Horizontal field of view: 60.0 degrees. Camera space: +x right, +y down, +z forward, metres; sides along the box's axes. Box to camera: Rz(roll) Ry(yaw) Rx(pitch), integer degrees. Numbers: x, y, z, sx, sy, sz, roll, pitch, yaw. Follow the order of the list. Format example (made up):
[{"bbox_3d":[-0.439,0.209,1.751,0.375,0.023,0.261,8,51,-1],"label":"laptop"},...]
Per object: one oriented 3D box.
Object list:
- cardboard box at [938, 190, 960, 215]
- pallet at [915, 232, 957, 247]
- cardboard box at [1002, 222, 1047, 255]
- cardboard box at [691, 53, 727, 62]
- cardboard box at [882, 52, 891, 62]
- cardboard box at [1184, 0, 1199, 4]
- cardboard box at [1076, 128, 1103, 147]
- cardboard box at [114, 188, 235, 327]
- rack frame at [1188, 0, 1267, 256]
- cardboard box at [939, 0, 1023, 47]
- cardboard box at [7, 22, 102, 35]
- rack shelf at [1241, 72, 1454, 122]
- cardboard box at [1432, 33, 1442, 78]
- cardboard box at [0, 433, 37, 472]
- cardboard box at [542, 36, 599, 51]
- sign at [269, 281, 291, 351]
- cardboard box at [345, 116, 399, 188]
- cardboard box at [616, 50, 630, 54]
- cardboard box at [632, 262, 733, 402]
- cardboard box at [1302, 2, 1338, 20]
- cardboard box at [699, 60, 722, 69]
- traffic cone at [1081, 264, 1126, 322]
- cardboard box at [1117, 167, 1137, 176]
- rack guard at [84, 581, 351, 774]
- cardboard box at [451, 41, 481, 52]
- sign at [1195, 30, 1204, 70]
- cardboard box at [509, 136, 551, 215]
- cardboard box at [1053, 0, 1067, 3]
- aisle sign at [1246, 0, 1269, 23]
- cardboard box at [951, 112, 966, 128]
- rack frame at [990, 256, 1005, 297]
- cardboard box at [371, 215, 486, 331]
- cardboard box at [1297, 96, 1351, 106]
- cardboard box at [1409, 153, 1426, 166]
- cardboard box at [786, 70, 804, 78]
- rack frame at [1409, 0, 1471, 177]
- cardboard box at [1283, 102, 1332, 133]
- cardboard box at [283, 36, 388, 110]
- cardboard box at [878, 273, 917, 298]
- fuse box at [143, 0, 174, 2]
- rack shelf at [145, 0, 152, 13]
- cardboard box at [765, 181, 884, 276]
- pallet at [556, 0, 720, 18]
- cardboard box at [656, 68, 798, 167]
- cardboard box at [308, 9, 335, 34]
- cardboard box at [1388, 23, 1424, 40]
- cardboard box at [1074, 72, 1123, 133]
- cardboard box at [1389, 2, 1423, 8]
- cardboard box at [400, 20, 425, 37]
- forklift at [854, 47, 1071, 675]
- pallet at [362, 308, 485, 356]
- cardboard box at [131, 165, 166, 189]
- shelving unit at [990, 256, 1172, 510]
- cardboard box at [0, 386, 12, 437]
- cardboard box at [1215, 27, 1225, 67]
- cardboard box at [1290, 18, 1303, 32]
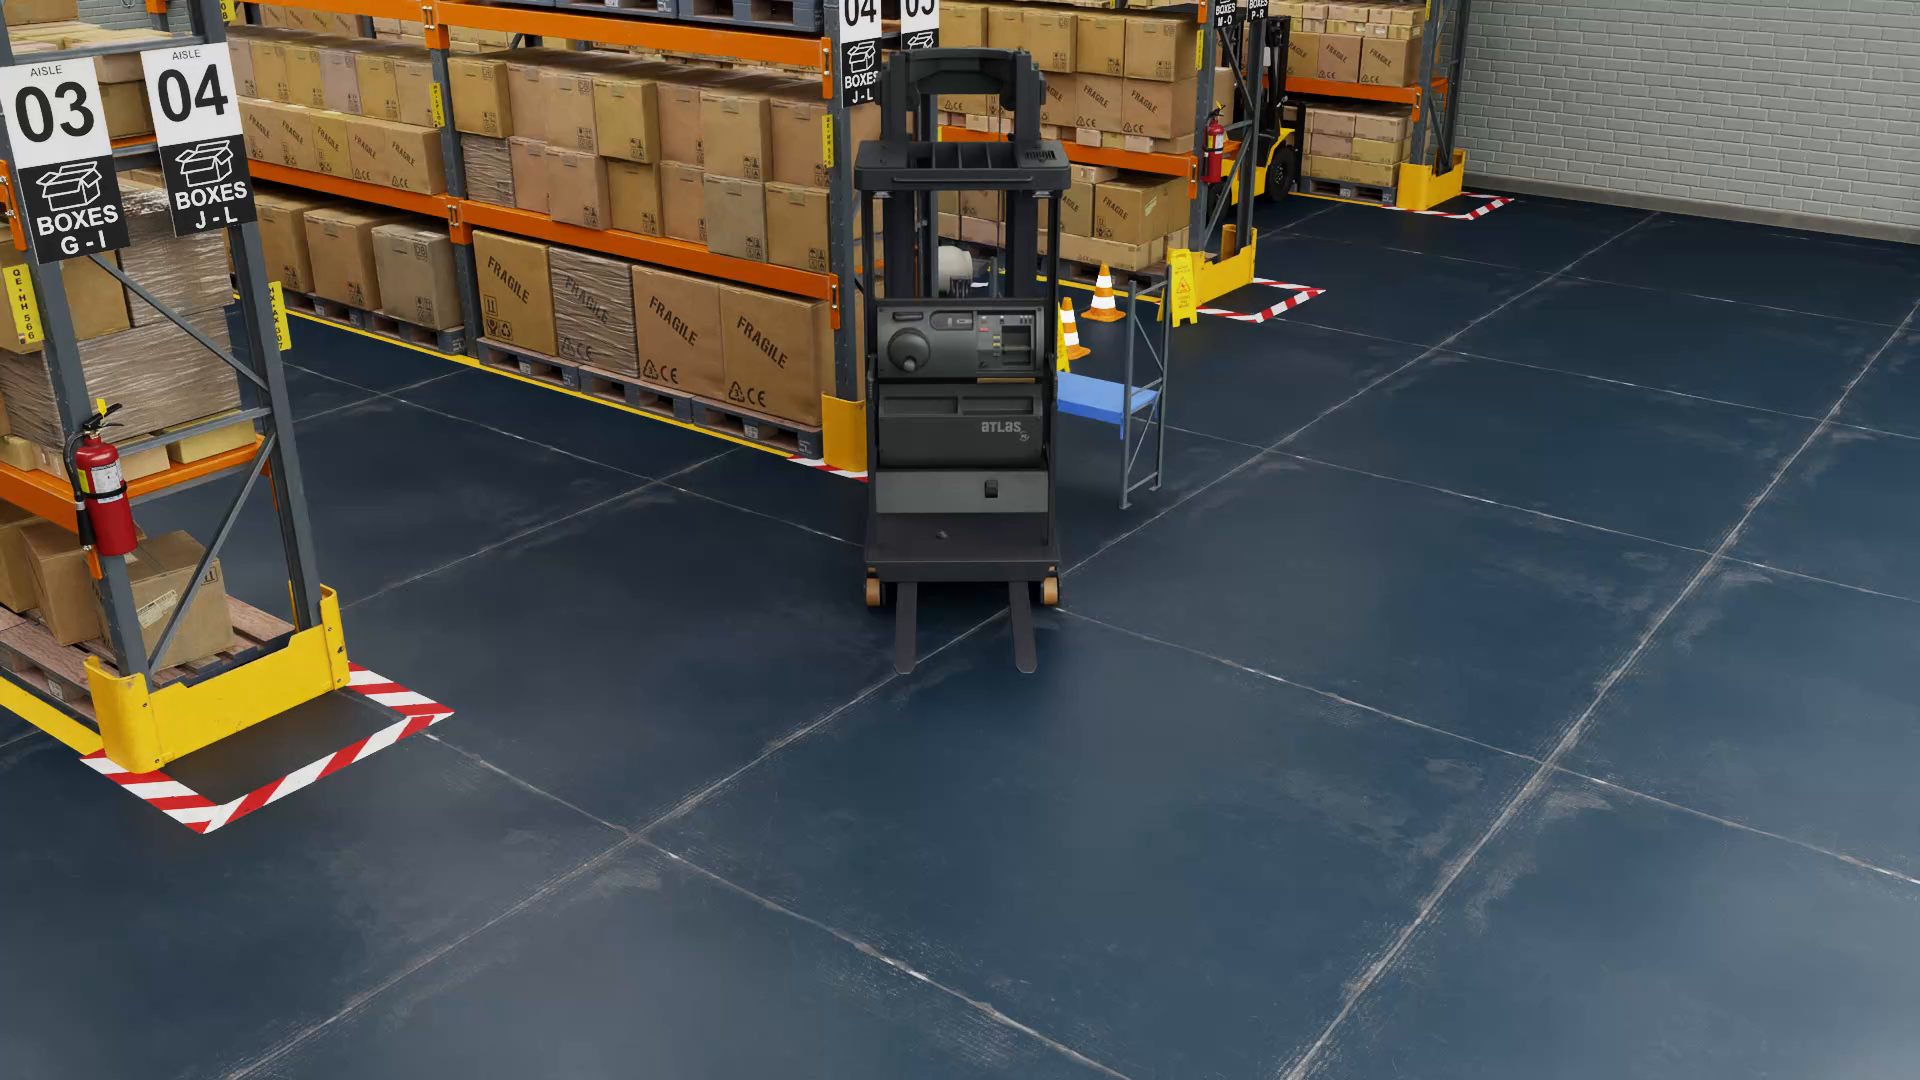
[{"bbox_3d":[-0.063,-3.567,16.585,0.500,0.500,0.500,18,30,35],"label":"cardboard box"},{"bbox_3d":[-0.250,-3.218,17.292,1.213,0.211,1.003,17,29,33],"label":"pallet"},{"bbox_3d":[0.752,-2.973,16.167,0.500,0.250,0.500,16,28,31],"label":"cardboard box"},{"bbox_3d":[-2.543,-5.430,17.839,0.500,0.500,0.500,16,28,31],"label":"cardboard box"},{"bbox_3d":[-0.624,-4.631,16.547,0.500,0.500,0.500,17,29,33],"label":"cardboard box"},{"bbox_3d":[2.860,-6.365,19.679,0.250,0.149,0.380,18,29,34],"label":"cardboard box"},{"bbox_3d":[1.279,-3.731,15.310,0.250,0.149,0.380,17,29,34],"label":"cardboard box"},{"bbox_3d":[-3.828,-1.341,7.840,0.500,0.500,0.500,17,29,33],"label":"cardboard box"},{"bbox_3d":[2.392,-3.678,14.877,0.127,3.000,1.000,17,29,33],"label":"rack frame"},{"bbox_3d":[0.194,-4.848,15.799,0.500,0.500,0.700,16,28,32],"label":"cardboard box"},{"bbox_3d":[-4.234,-2.312,7.749,0.250,0.149,0.380,18,30,35],"label":"cardboard box"},{"bbox_3d":[3.765,-5.435,19.757,4.000,0.370,1.077,17,29,33],"label":"rack shelf"},{"bbox_3d":[5.136,-5.536,18.969,0.500,0.500,0.500,18,29,35],"label":"cardboard box"},{"bbox_3d":[-4.334,-0.473,7.914,0.250,0.149,0.380,17,29,33],"label":"cardboard box"},{"bbox_3d":[-4.550,-5.808,19.277,0.500,0.250,0.500,17,29,33],"label":"cardboard box"},{"bbox_3d":[-3.226,-1.052,7.844,0.005,0.325,0.100,17,29,33],"label":"sign"},{"bbox_3d":[-4.679,-3.232,13.740,0.500,0.500,0.500,16,29,33],"label":"cardboard box"},{"bbox_3d":[-3.655,-5.472,18.740,0.250,0.149,0.380,15,28,30],"label":"cardboard box"},{"bbox_3d":[-1.784,-1.631,12.346,0.875,0.875,0.875,16,29,32],"label":"cardboard box"},{"bbox_3d":[4.082,-5.993,18.835,0.250,0.149,0.380,18,29,35],"label":"cardboard box"},{"bbox_3d":[-2.597,-5.145,17.997,0.250,0.149,0.380,18,29,35],"label":"cardboard box"},{"bbox_3d":[1.274,-2.205,14.680,0.334,0.463,0.336,17,29,33],"label":"traffic cone"},{"bbox_3d":[1.472,-3.370,16.138,0.500,0.500,0.500,16,28,31],"label":"cardboard box"},{"bbox_3d":[-3.612,0.645,8.166,0.348,0.500,1.175,17,29,33],"label":"rack guard"},{"bbox_3d":[-5.807,-5.942,20.202,0.500,0.250,0.500,16,29,32],"label":"cardboard box"},{"bbox_3d":[2.043,-4.178,14.185,0.005,0.325,0.100,17,29,33],"label":"sign"},{"bbox_3d":[-2.941,-2.881,12.883,0.550,0.550,0.875,17,29,33],"label":"cardboard box"},{"bbox_3d":[1.377,-6.734,20.885,0.250,0.149,0.380,17,29,33],"label":"cardboard box"},{"bbox_3d":[2.627,-4.953,14.546,0.004,0.787,0.394,17,29,33],"label":"aisle sign"},{"bbox_3d":[0.124,-4.126,16.207,0.250,0.149,0.380,17,29,33],"label":"cardboard box"},{"bbox_3d":[0.349,-1.202,11.117,0.032,1.500,0.500,16,28,32],"label":"rack frame"},{"bbox_3d":[-4.247,-2.308,14.036,0.750,0.750,1.050,17,29,33],"label":"cardboard box"},{"bbox_3d":[4.299,-5.093,19.739,0.500,0.250,0.500,17,29,33],"label":"cardboard box"},{"bbox_3d":[5.090,-4.396,19.397,0.500,0.250,0.500,17,29,34],"label":"cardboard box"},{"bbox_3d":[-1.587,-4.827,17.277,0.250,0.149,0.380,16,28,32],"label":"cardboard box"},{"bbox_3d":[5.366,-5.280,18.514,0.127,3.000,1.000,17,29,33],"label":"rack frame"},{"bbox_3d":[3.988,-4.923,19.352,0.500,0.250,0.500,17,29,34],"label":"cardboard box"},{"bbox_3d":[-5.318,-4.014,14.276,0.500,0.500,0.700,16,29,33],"label":"cardboard box"},{"bbox_3d":[-0.532,-2.144,14.491,0.637,0.503,0.797,-1,24,-3],"label":"cardboard box"},{"bbox_3d":[-13.561,-8.956,28.454,0.414,1.711,0.539,17,29,33],"label":"fuse box"},{"bbox_3d":[-8.498,-5.518,16.226,4.000,0.370,1.077,17,29,33],"label":"rack shelf"},{"bbox_3d":[-0.820,-2.200,11.337,0.550,0.550,0.875,17,29,33],"label":"cardboard box"},{"bbox_3d":[-2.076,-3.859,11.679,1.213,0.211,1.003,17,29,33],"label":"pallet"},{"bbox_3d":[-1.632,-3.004,11.822,0.550,0.550,0.875,17,29,33],"label":"cardboard box"},{"bbox_3d":[-8.150,-6.778,21.789,0.500,0.500,0.500,16,28,32],"label":"cardboard box"},{"bbox_3d":[4.920,-5.616,18.348,0.250,0.149,0.380,17,29,34],"label":"cardboard box"},{"bbox_3d":[1.394,-4.025,15.172,0.500,0.500,0.500,17,29,33],"label":"cardboard box"},{"bbox_3d":[5.050,-5.994,18.836,0.250,0.149,0.380,18,29,35],"label":"cardboard box"},{"bbox_3d":[-6.593,-6.426,20.679,0.500,0.250,0.500,17,29,34],"label":"cardboard box"},{"bbox_3d":[0.008,-1.090,9.090,1.130,2.935,3.031,0,24,-1],"label":"forklift"},{"bbox_3d":[-4.359,-1.910,14.323,1.213,0.211,1.003,17,29,33],"label":"pallet"},{"bbox_3d":[-7.602,-3.463,16.039,0.500,0.250,0.500,16,28,32],"label":"cardboard box"},{"bbox_3d":[0.764,-1.084,10.849,1.048,1.500,0.538,16,28,32],"label":"shelving unit"},{"bbox_3d":[-4.447,-0.887,8.049,0.500,0.500,0.875,17,29,33],"label":"cardboard box"},{"bbox_3d":[3.196,-5.859,19.704,0.500,0.500,0.500,16,29,33],"label":"cardboard box"},{"bbox_3d":[3.879,-5.919,19.034,0.250,0.149,0.380,17,29,34],"label":"cardboard box"}]
